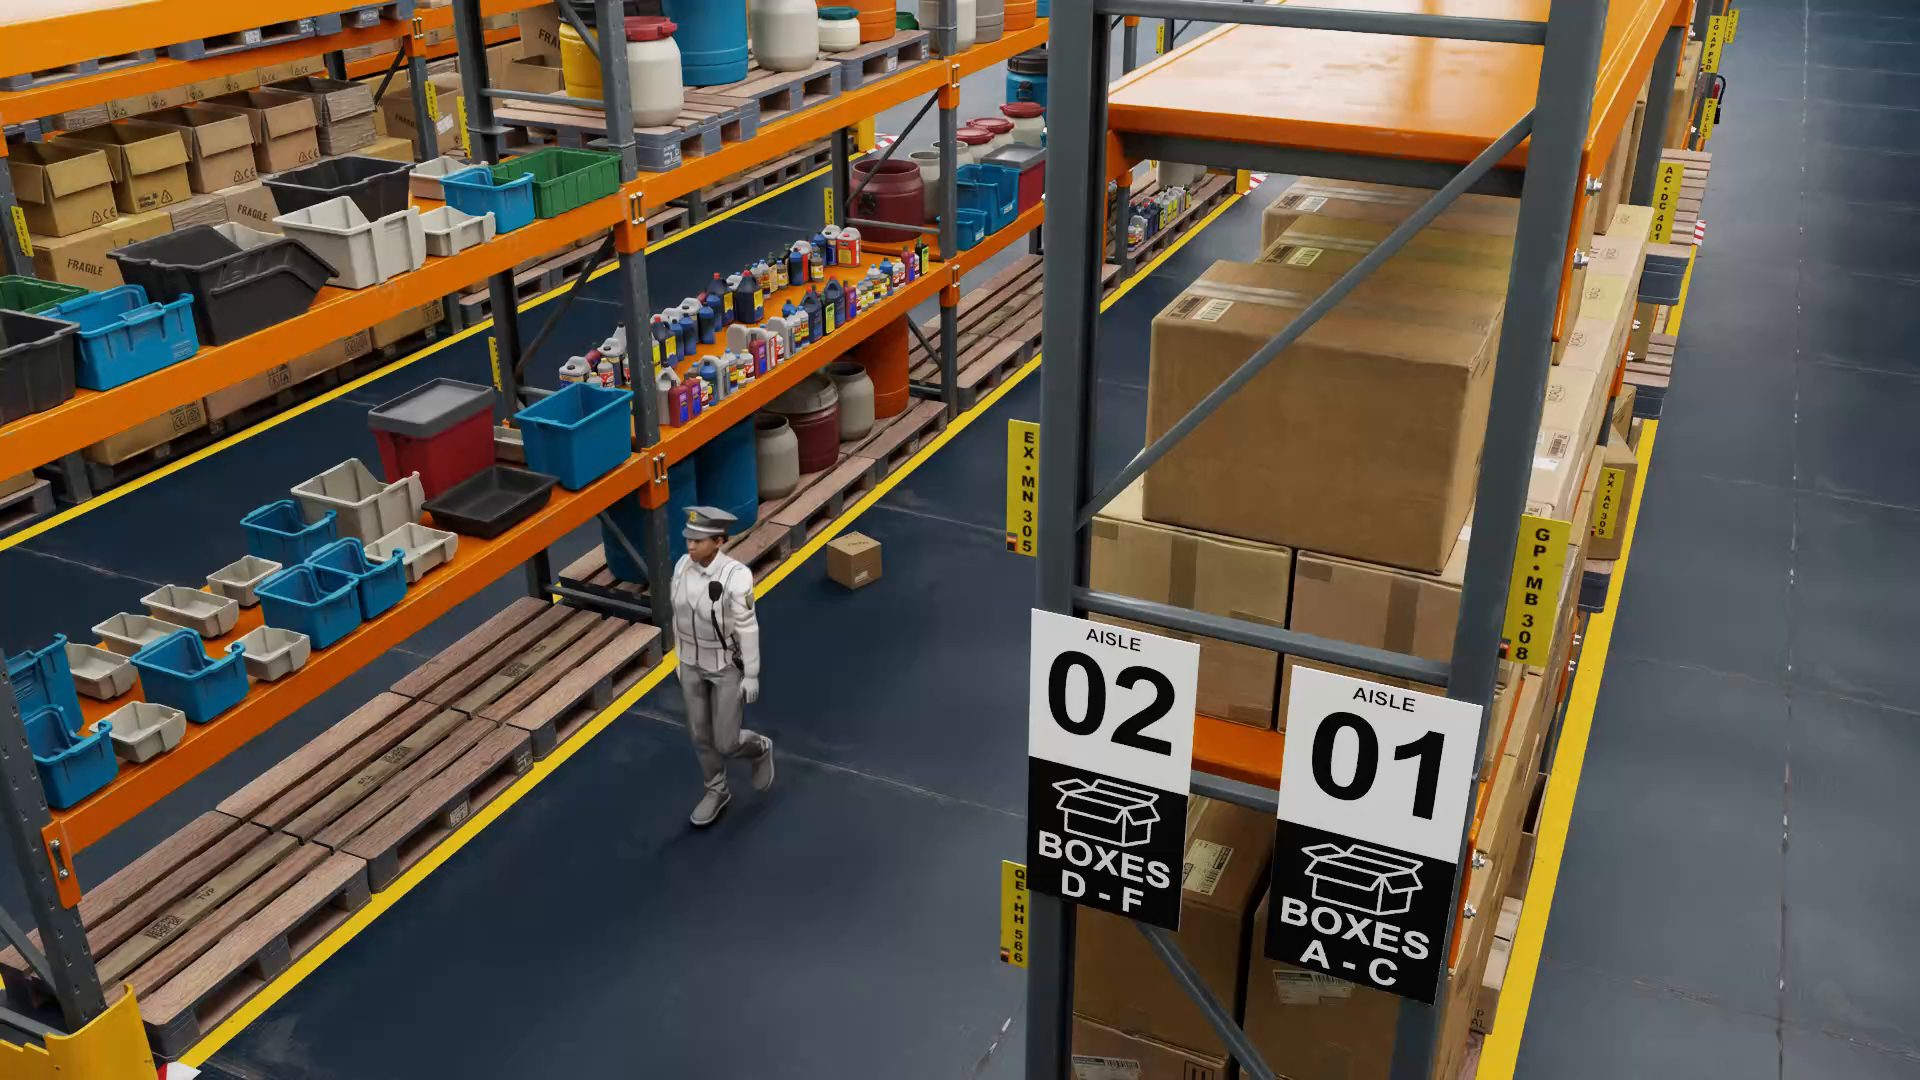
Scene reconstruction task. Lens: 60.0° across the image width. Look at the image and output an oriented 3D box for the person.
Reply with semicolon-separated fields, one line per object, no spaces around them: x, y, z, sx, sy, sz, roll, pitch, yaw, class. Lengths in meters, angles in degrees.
-1.183;0.590;8.130;0.500;1.683;0.496;13;29;24;person
